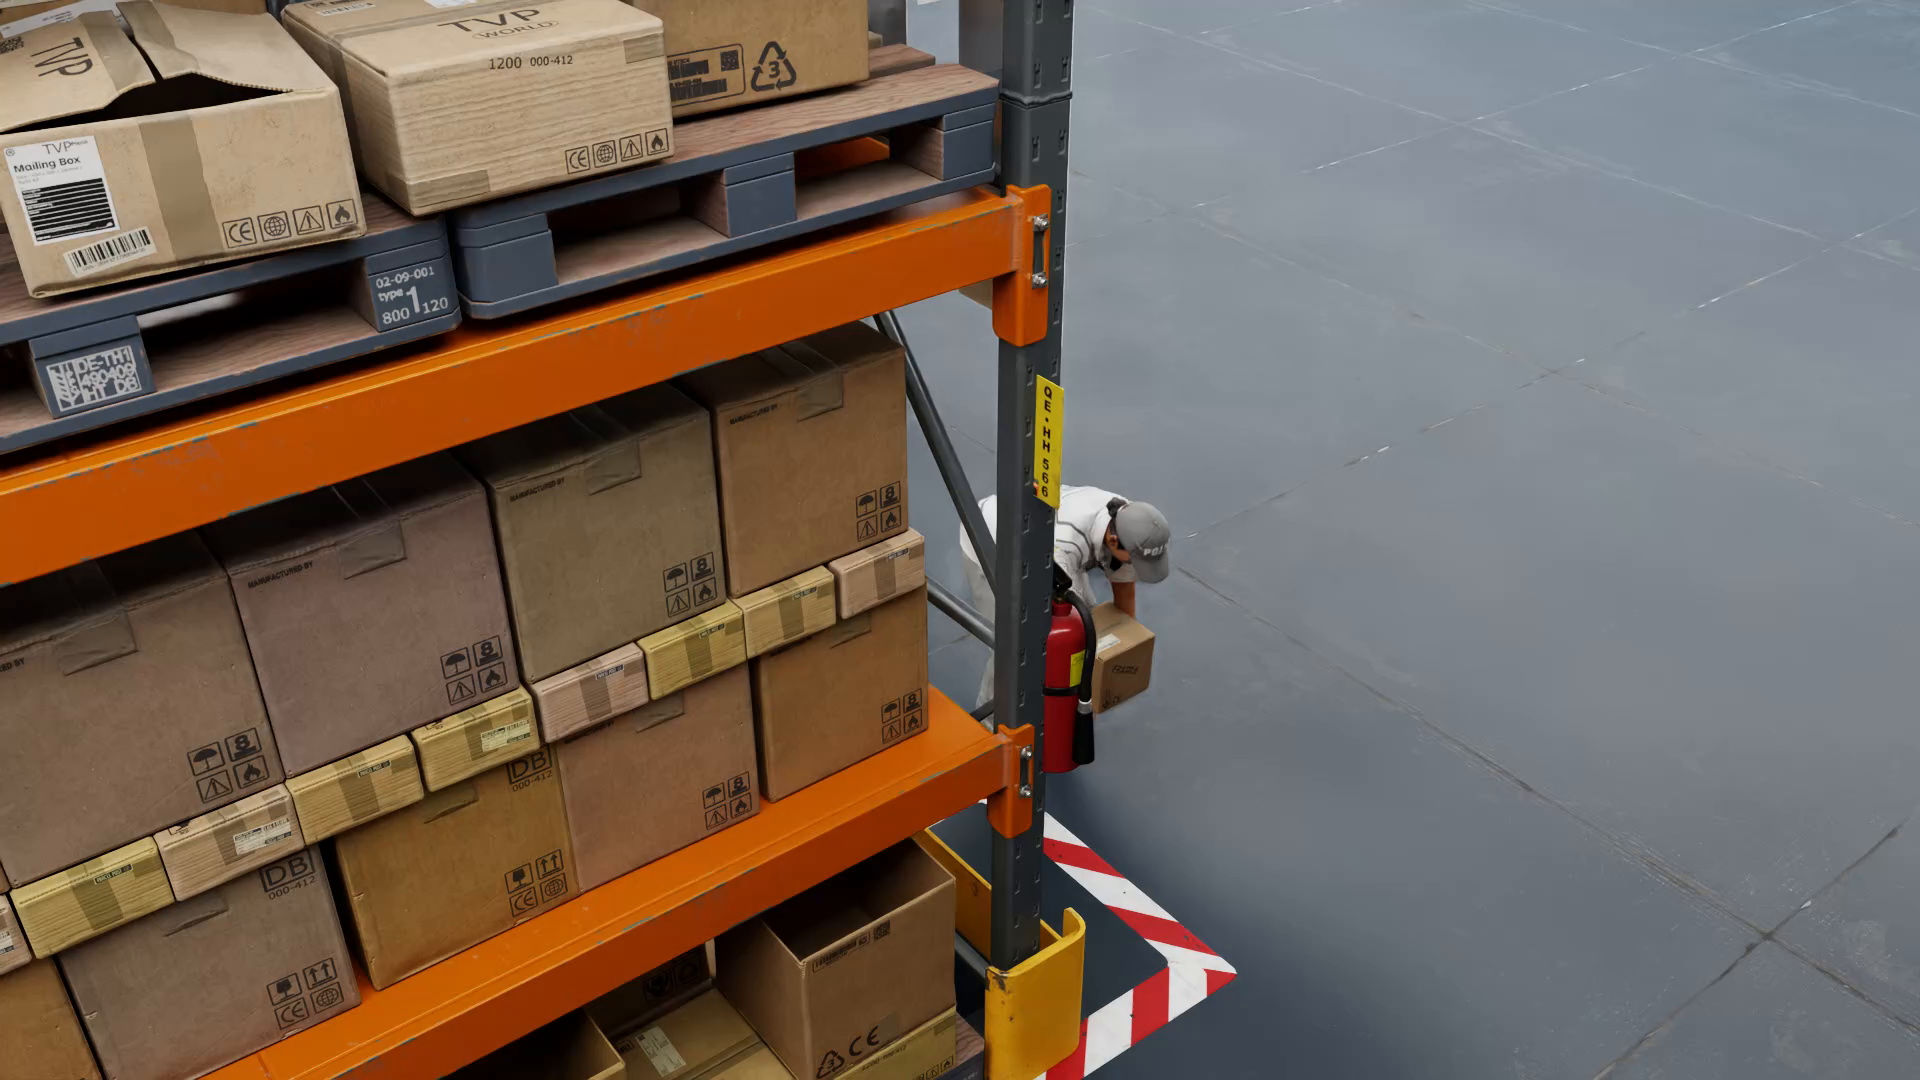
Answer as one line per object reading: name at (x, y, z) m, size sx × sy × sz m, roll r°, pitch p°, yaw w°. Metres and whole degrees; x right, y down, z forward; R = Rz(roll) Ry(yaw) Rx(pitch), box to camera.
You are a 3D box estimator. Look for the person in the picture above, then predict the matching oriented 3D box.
person at (0.384, 0.280, 6.080) m, size 0.477 × 1.257 × 0.893 m, roll -24°, pitch 40°, yaw -33°
